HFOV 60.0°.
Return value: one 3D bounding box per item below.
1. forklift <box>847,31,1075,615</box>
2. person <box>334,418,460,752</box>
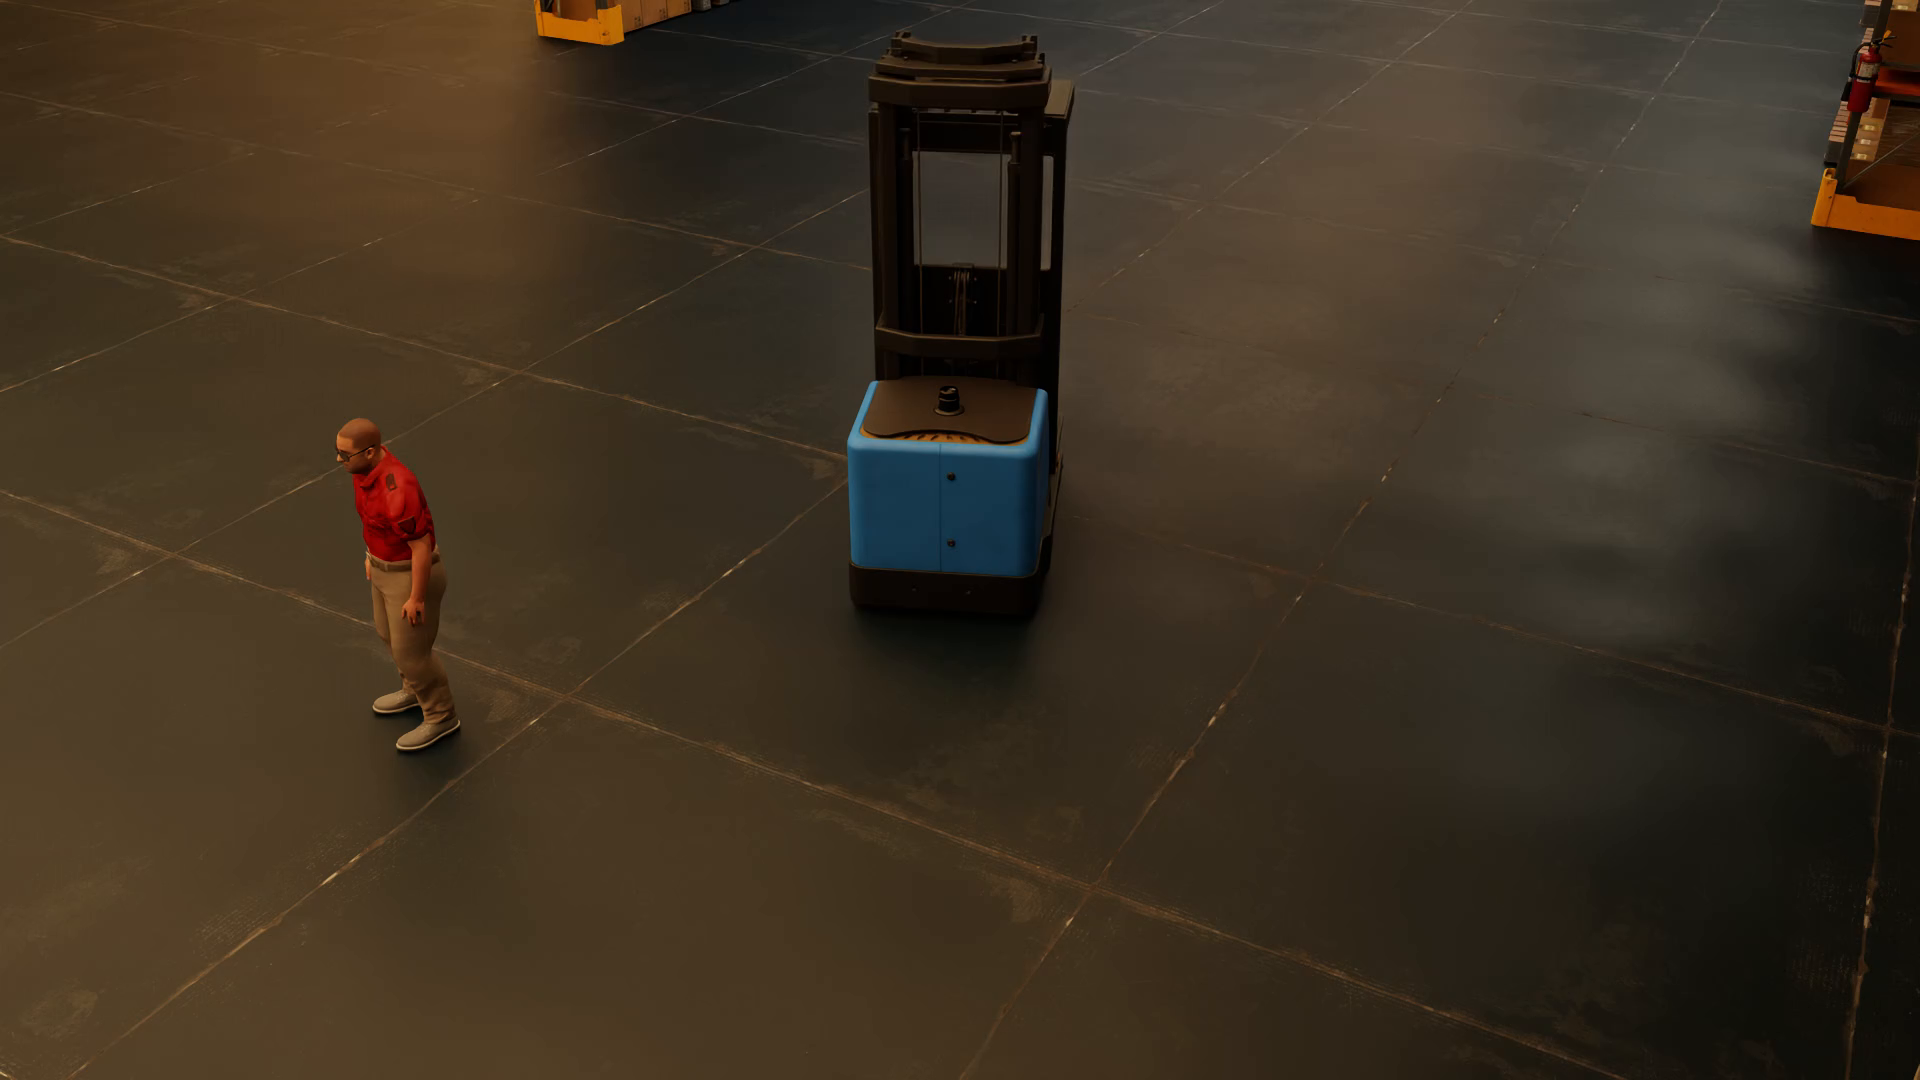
[{"bbox_3d":[0.072,-1.572,9.794,1.130,2.935,3.031,3,30,6],"label":"forklift"},{"bbox_3d":[-2.692,0.179,7.964,0.399,1.726,0.604,-20,36,-31],"label":"person"}]
